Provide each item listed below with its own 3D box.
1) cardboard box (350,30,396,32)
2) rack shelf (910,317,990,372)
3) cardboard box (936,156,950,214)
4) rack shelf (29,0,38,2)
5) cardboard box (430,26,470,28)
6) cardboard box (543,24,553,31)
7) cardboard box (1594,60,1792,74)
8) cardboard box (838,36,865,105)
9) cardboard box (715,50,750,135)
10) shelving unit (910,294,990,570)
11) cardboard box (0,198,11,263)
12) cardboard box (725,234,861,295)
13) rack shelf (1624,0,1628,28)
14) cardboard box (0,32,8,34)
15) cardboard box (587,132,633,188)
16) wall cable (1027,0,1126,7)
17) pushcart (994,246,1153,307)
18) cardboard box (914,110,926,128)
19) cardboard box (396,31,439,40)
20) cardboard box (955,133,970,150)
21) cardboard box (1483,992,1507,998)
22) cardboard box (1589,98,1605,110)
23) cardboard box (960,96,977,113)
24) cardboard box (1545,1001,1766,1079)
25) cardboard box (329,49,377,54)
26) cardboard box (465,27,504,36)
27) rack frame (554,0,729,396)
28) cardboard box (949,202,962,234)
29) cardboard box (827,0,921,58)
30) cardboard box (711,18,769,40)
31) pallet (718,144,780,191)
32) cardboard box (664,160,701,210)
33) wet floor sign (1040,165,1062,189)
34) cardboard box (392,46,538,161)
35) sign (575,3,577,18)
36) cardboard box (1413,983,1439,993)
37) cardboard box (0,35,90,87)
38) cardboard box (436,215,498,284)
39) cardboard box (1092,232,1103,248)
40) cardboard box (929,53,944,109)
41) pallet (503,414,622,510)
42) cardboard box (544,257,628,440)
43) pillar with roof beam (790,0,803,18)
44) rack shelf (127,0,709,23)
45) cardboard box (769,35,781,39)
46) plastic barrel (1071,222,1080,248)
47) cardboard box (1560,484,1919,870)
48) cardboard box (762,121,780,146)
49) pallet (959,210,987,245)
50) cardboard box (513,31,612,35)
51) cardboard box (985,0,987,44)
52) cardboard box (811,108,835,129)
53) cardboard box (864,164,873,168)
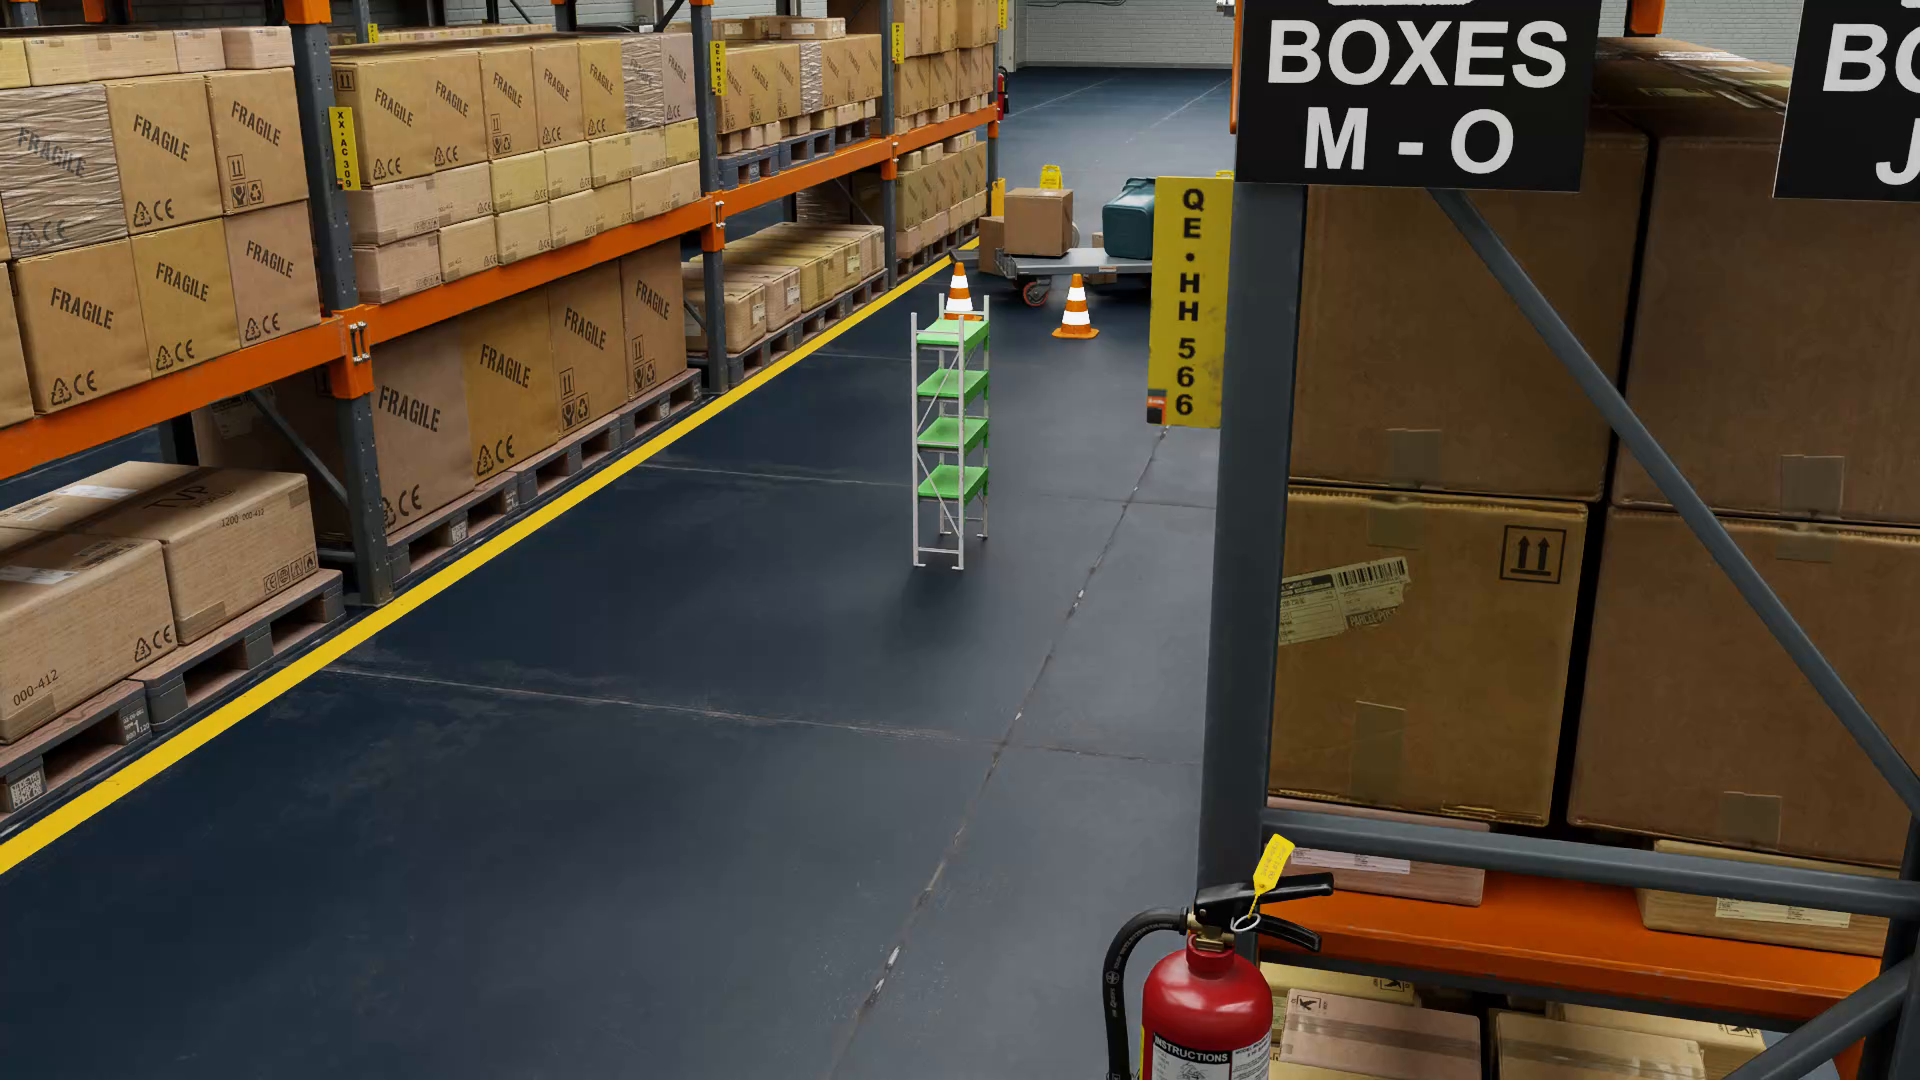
[{"bbox_3d":[-5.854,-5.011,16.598,0.380,0.149,0.250,4,19,12],"label":"cardboard box"},{"bbox_3d":[-0.040,-0.910,7.707,0.258,0.148,0.480,5,19,13],"label":"rack shelf"},{"bbox_3d":[-0.408,-3.426,16.020,0.500,0.500,0.500,6,20,16],"label":"cardboard box"},{"bbox_3d":[-6.364,-4.521,13.257,1.077,0.370,4.000,5,19,13],"label":"rack shelf"},{"bbox_3d":[-5.450,-5.405,17.754,0.380,0.149,0.250,5,20,15],"label":"cardboard box"},{"bbox_3d":[-4.781,-5.689,18.585,0.380,0.149,0.250,5,19,14],"label":"cardboard box"},{"bbox_3d":[1.585,-0.819,3.783,0.500,0.500,0.500,4,19,12],"label":"cardboard box"},{"bbox_3d":[-1.072,-3.747,13.252,0.500,0.500,0.500,5,19,14],"label":"cardboard box"},{"bbox_3d":[-1.704,-2.934,10.873,0.500,0.500,0.500,4,19,12],"label":"cardboard box"},{"bbox_3d":[-0.040,-0.516,7.842,0.258,1.200,0.503,5,19,13],"label":"shelving unit"},{"bbox_3d":[-3.241,-1.047,4.909,0.500,0.500,0.500,5,19,14],"label":"cardboard box"},{"bbox_3d":[-1.359,-2.243,13.531,0.950,0.372,0.625,6,20,17],"label":"cardboard box"},{"bbox_3d":[2.297,-2.518,7.390,1.077,0.370,4.000,5,19,13],"label":"rack shelf"},{"bbox_3d":[-3.534,-1.682,5.766,0.380,0.149,0.250,5,19,13],"label":"cardboard box"},{"bbox_3d":[-2.138,-2.095,9.140,0.500,0.250,0.500,4,19,12],"label":"cardboard box"},{"bbox_3d":[3.390,-16.767,48.160,3.097,2.526,0.112,5,19,13],"label":"wall cable"},{"bbox_3d":[1.162,-2.273,14.259,1.648,0.377,0.936,-2,19,-6],"label":"pushcart"},{"bbox_3d":[-0.532,-3.877,15.285,0.380,0.149,0.250,5,20,15],"label":"cardboard box"},{"bbox_3d":[-5.318,-4.883,16.225,0.380,0.149,0.250,5,20,15],"label":"cardboard box"},{"bbox_3d":[-0.116,-4.021,16.760,0.380,0.149,0.250,5,19,14],"label":"cardboard box"},{"bbox_3d":[1.445,0.980,3.978,0.380,0.149,0.250,4,19,11],"label":"cardboard box"},{"bbox_3d":[0.826,-0.541,2.969,0.500,0.500,0.500,4,19,12],"label":"cardboard box"},{"bbox_3d":[-0.039,-4.429,16.903,0.380,0.149,0.250,5,19,14],"label":"cardboard box"},{"bbox_3d":[1.425,1.009,3.434,0.380,0.149,0.250,5,19,13],"label":"cardboard box"},{"bbox_3d":[-3.031,-2.014,7.742,0.500,0.500,0.500,5,19,14],"label":"cardboard box"},{"bbox_3d":[-4.996,-5.281,17.390,0.380,0.149,0.250,5,19,14],"label":"cardboard box"},{"bbox_3d":[-2.039,-2.425,10.646,1.000,3.000,0.127,5,19,13],"label":"rack frame"},{"bbox_3d":[-0.277,-3.229,16.604,0.500,0.250,0.500,4,19,11],"label":"cardboard box"},{"bbox_3d":[-0.744,-4.460,14.444,0.700,0.500,0.500,4,19,13],"label":"cardboard box"},{"bbox_3d":[-1.685,-3.904,12.709,0.380,0.149,0.250,6,20,16],"label":"cardboard box"},{"bbox_3d":[-1.968,-2.566,11.355,1.213,0.211,1.003,5,19,13],"label":"pallet"},{"bbox_3d":[-1.910,-2.175,10.146,0.500,0.250,0.500,4,19,11],"label":"cardboard box"},{"bbox_3d":[1.000,-3.793,18.294,0.267,0.644,0.232,12,22,32],"label":"wet floor sign"},{"bbox_3d":[-2.407,-2.125,8.068,0.500,0.500,0.500,4,19,12],"label":"cardboard box"},{"bbox_3d":[-4.375,-5.936,18.768,0.100,0.325,0.005,5,19,13],"label":"sign"},{"bbox_3d":[0.897,0.883,3.801,0.380,0.149,0.250,4,19,11],"label":"cardboard box"},{"bbox_3d":[-3.093,-1.563,5.419,0.380,0.149,0.250,5,19,13],"label":"cardboard box"},{"bbox_3d":[-2.528,-1.379,7.817,0.500,0.250,0.500,4,19,12],"label":"cardboard box"},{"bbox_3d":[1.555,-3.013,16.779,0.380,0.149,0.250,17,25,41],"label":"cardboard box"},{"bbox_3d":[-0.448,-4.298,15.515,0.500,0.500,0.500,4,19,13],"label":"cardboard box"},{"bbox_3d":[-2.604,-0.483,9.274,1.003,0.211,1.213,5,19,13],"label":"pallet"},{"bbox_3d":[-2.510,-1.129,9.489,0.875,0.875,0.875,5,19,14],"label":"cardboard box"},{"bbox_3d":[1.164,-11.436,27.747,9.100,9.000,0.400,5,19,13],"label":"pillar with roof beam"},{"bbox_3d":[-2.527,-2.877,8.442,1.077,0.370,4.000,5,19,13],"label":"rack shelf"},{"bbox_3d":[-1.576,-3.784,13.361,0.500,0.500,0.500,5,19,14],"label":"cardboard box"},{"bbox_3d":[0.879,-2.946,16.158,0.421,0.421,0.512,-13,23,-34],"label":"plastic barrel"},{"bbox_3d":[1.209,0.135,2.537,0.500,0.500,0.500,6,20,16],"label":"cardboard box"},{"bbox_3d":[-1.479,-2.844,11.614,0.380,0.149,0.250,5,19,14],"label":"cardboard box"},{"bbox_3d":[-0.335,-3.337,17.631,1.003,0.211,1.213,5,19,13],"label":"pallet"},{"bbox_3d":[-2.396,-2.810,10.072,0.500,0.500,0.500,4,19,12],"label":"cardboard box"},{"bbox_3d":[-0.128,-5.258,16.779,0.700,0.500,0.500,5,19,14],"label":"cardboard box"},{"bbox_3d":[-1.183,-3.257,12.820,0.380,0.149,0.250,5,19,13],"label":"cardboard box"},{"bbox_3d":[-1.054,-3.297,15.644,0.500,0.500,0.500,5,19,14],"label":"cardboard box"}]
